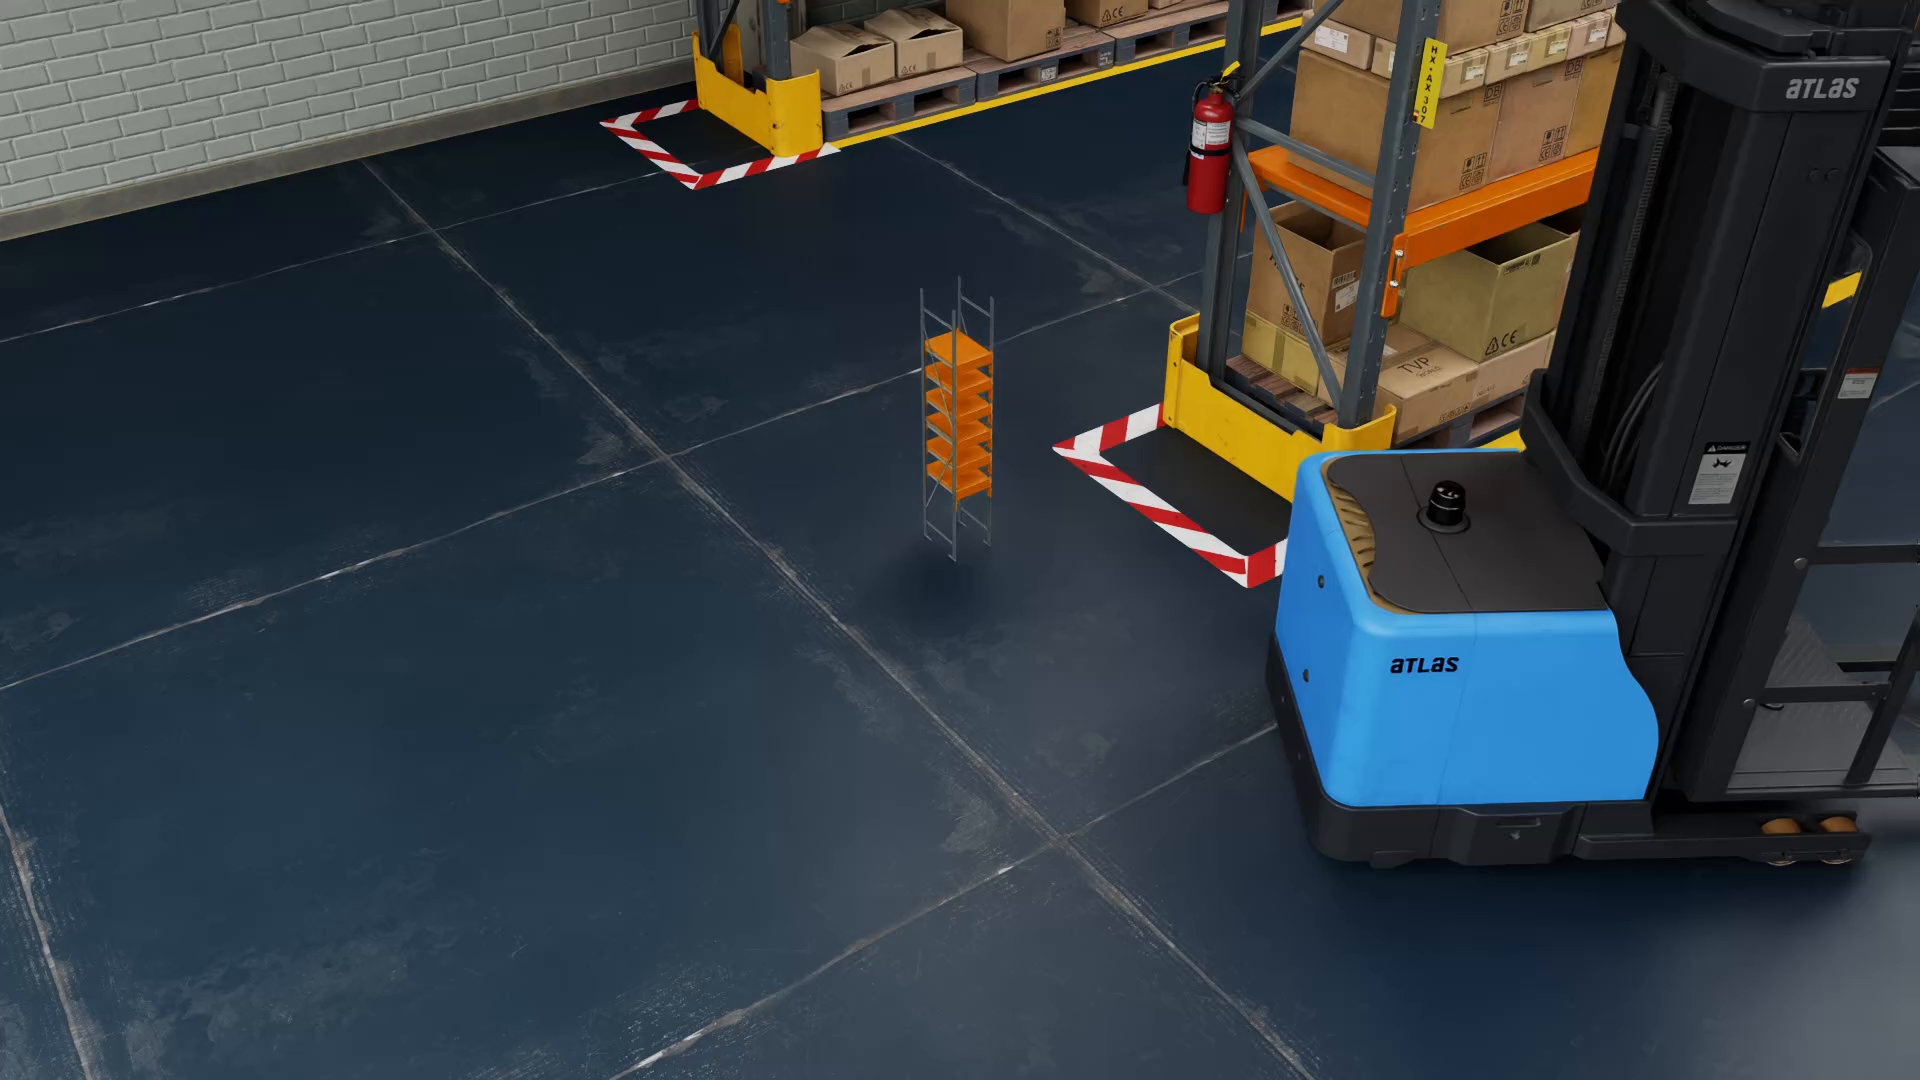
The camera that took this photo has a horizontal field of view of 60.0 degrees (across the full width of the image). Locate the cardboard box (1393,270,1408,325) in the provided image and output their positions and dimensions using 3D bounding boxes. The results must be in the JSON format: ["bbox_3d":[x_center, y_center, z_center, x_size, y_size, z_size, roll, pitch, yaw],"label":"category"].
[{"bbox_3d":[2.123,-1.151,8.276,0.500,0.250,0.500,-22,41,-28],"label":"cardboard box"}]

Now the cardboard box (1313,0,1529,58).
[{"bbox_3d":[1.885,-2.337,6.734,0.500,0.500,0.700,-22,41,-28],"label":"cardboard box"}]

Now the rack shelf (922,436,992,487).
[{"bbox_3d":[-0.012,-0.349,6.989,0.180,0.103,0.258,-22,41,-28],"label":"rack shelf"}]

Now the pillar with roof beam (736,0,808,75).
[{"bbox_3d":[1.150,-4.994,6.486,0.400,9.000,9.100,-22,41,-28],"label":"pillar with roof beam"}]

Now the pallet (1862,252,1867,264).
[{"bbox_3d":[5.303,-2.081,9.963,1.213,0.211,1.003,-22,41,-28],"label":"pallet"}]

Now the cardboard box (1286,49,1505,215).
[{"bbox_3d":[1.842,-1.793,7.088,0.500,0.500,0.700,-22,41,-28],"label":"cardboard box"}]

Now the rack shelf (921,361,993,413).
[{"bbox_3d":[-0.012,-0.641,6.779,0.180,0.103,0.258,-22,41,-28],"label":"rack shelf"}]

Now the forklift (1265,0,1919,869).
[{"bbox_3d":[2.700,-0.384,5.274,3.031,2.935,1.130,-1,36,-2],"label":"forklift"}]

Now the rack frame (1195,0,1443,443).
[{"bbox_3d":[1.453,-1.601,6.908,0.127,3.000,1.000,-22,41,-28],"label":"rack frame"}]

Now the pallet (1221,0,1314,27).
[{"bbox_3d":[2.502,-4.440,13.243,1.213,0.211,1.003,-22,41,-28],"label":"pallet"}]

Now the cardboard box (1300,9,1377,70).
[{"bbox_3d":[1.656,-2.125,6.994,0.250,0.149,0.380,-23,42,-29],"label":"cardboard box"}]

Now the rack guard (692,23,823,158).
[{"bbox_3d":[-1.341,-2.975,10.958,0.348,0.500,1.175,-22,41,-28],"label":"rack guard"}]

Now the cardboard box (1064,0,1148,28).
[{"bbox_3d":[1.041,-4.105,12.153,0.500,0.500,0.500,-26,43,-31],"label":"cardboard box"}]

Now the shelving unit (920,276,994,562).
[{"bbox_3d":[-0.012,-0.482,6.893,0.189,1.200,0.258,-22,41,-28],"label":"shelving unit"}]

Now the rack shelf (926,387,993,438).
[{"bbox_3d":[-0.012,-0.544,6.849,0.180,0.103,0.258,-22,41,-28],"label":"rack shelf"}]

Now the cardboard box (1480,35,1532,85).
[{"bbox_3d":[2.112,-2.025,6.855,0.250,0.149,0.380,-24,42,-29],"label":"cardboard box"}]

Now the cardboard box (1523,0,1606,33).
[{"bbox_3d":[2.312,-2.517,6.984,0.500,0.500,0.700,-24,42,-29],"label":"cardboard box"}]

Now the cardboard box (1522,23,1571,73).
[{"bbox_3d":[2.317,-2.108,6.971,0.250,0.149,0.380,-22,41,-28],"label":"cardboard box"}]

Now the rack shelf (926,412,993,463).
[{"bbox_3d":[-0.012,-0.446,6.919,0.180,0.103,0.258,-22,41,-28],"label":"rack shelf"}]

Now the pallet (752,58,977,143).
[{"bbox_3d":[-0.657,-3.114,11.399,1.213,0.211,1.003,-22,41,-28],"label":"pallet"}]

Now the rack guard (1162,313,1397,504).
[{"bbox_3d":[1.434,-0.578,7.626,0.348,0.500,1.175,-22,41,-28],"label":"rack guard"}]

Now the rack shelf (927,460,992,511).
[{"bbox_3d":[-0.012,-0.251,7.059,0.180,0.103,0.258,-22,41,-28],"label":"rack shelf"}]

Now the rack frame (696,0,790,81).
[{"bbox_3d":[-1.404,-3.964,10.193,0.127,3.000,1.000,-22,41,-28],"label":"rack frame"}]

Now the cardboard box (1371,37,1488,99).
[{"bbox_3d":[1.898,-1.935,6.730,0.250,0.149,0.380,-23,41,-28],"label":"cardboard box"}]

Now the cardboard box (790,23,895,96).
[{"bbox_3d":[-0.786,-3.241,11.114,0.500,0.311,0.500,-28,44,-33],"label":"cardboard box"}]

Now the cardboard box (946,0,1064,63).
[{"bbox_3d":[0.308,-3.733,11.635,0.500,0.500,0.700,-25,43,-31],"label":"cardboard box"}]

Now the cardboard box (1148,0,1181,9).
[{"bbox_3d":[1.446,-4.144,12.492,0.250,0.166,0.380,-28,44,-33],"label":"cardboard box"}]

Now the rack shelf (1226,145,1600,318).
[{"bbox_3d":[3.088,-1.982,8.053,4.000,0.370,1.077,-22,41,-28],"label":"rack shelf"}]

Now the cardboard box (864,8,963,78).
[{"bbox_3d":[-0.320,-3.433,11.380,0.500,0.311,0.500,-19,40,-24],"label":"cardboard box"}]

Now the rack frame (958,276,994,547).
[{"bbox_3d":[0.063,-0.513,6.936,0.006,1.200,0.240,-22,41,-28],"label":"rack frame"}]

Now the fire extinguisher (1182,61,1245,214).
[{"bbox_3d":[1.089,-1.752,7.183,0.183,0.674,0.296,-22,41,-28],"label":"fire extinguisher"}]

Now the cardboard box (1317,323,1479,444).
[{"bbox_3d":[2.020,-0.730,7.691,0.500,0.250,0.500,-22,41,-28],"label":"cardboard box"}]

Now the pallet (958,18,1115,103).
[{"bbox_3d":[0.339,-3.522,11.966,1.213,0.211,1.003,-22,41,-28],"label":"pallet"}]

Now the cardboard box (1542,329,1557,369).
[{"bbox_3d":[2.835,-1.068,8.161,0.500,0.250,0.500,-22,41,-28],"label":"cardboard box"}]

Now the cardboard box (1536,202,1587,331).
[{"bbox_3d":[2.829,-1.378,7.949,0.500,0.500,0.500,-22,41,-28],"label":"cardboard box"}]

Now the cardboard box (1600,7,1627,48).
[{"bbox_3d":[2.741,-2.283,7.213,0.250,0.149,0.380,-24,42,-29],"label":"cardboard box"}]

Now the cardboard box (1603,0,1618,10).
[{"bbox_3d":[2.724,-2.687,7.220,0.500,0.500,0.700,-22,41,-28],"label":"cardboard box"}]

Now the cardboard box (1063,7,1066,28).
[{"bbox_3d":[0.547,-3.803,12.033,0.250,0.149,0.380,-26,43,-31],"label":"cardboard box"}]

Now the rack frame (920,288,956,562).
[{"bbox_3d":[-0.087,-0.451,6.850,0.006,1.200,0.240,-22,41,-28],"label":"rack frame"}]

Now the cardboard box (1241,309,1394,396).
[{"bbox_3d":[1.721,-0.977,8.035,0.500,0.250,0.500,-22,41,-28],"label":"cardboard box"}]

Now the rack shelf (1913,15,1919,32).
[{"bbox_3d":[6.358,-3.327,9.924,4.000,0.370,1.077,-22,41,-28],"label":"rack shelf"}]

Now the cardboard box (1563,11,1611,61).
[{"bbox_3d":[2.524,-2.192,7.087,0.250,0.149,0.380,-23,42,-29],"label":"cardboard box"}]

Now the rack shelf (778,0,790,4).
[{"bbox_3d":[0.231,-4.345,11.338,4.000,0.370,1.077,-22,41,-28],"label":"rack shelf"}]

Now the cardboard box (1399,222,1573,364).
[{"bbox_3d":[2.427,-1.203,7.707,0.500,0.500,0.500,-22,41,-28],"label":"cardboard box"}]

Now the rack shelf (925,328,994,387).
[{"bbox_3d":[-0.012,-0.738,6.709,0.180,0.103,0.258,-22,41,-28],"label":"rack shelf"}]

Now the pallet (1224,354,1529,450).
[{"bbox_3d":[2.054,-0.747,8.107,1.213,0.211,1.003,-22,41,-28],"label":"pallet"}]

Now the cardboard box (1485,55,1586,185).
[{"bbox_3d":[2.269,-1.972,7.337,0.500,0.500,0.700,-21,41,-27],"label":"cardboard box"}]

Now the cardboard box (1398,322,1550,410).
[{"bbox_3d":[2.426,-0.900,7.927,0.500,0.250,0.500,-22,41,-28],"label":"cardboard box"}]

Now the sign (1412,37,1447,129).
[{"bbox_3d":[1.768,-1.718,6.261,0.005,0.325,0.100,-22,41,-28],"label":"sign"}]

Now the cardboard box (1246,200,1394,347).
[{"bbox_3d":[1.720,-1.282,7.817,0.500,0.500,0.500,-22,41,-28],"label":"cardboard box"}]

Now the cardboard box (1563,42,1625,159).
[{"bbox_3d":[2.678,-2.136,7.565,0.500,0.500,0.700,-22,41,-28],"label":"cardboard box"}]

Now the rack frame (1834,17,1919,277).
[{"bbox_3d":[4.723,-2.947,8.778,0.127,3.000,1.000,-22,41,-28],"label":"rack frame"}]

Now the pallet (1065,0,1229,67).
[{"bbox_3d":[1.337,-3.935,12.540,1.213,0.211,1.003,-22,41,-28],"label":"pallet"}]
